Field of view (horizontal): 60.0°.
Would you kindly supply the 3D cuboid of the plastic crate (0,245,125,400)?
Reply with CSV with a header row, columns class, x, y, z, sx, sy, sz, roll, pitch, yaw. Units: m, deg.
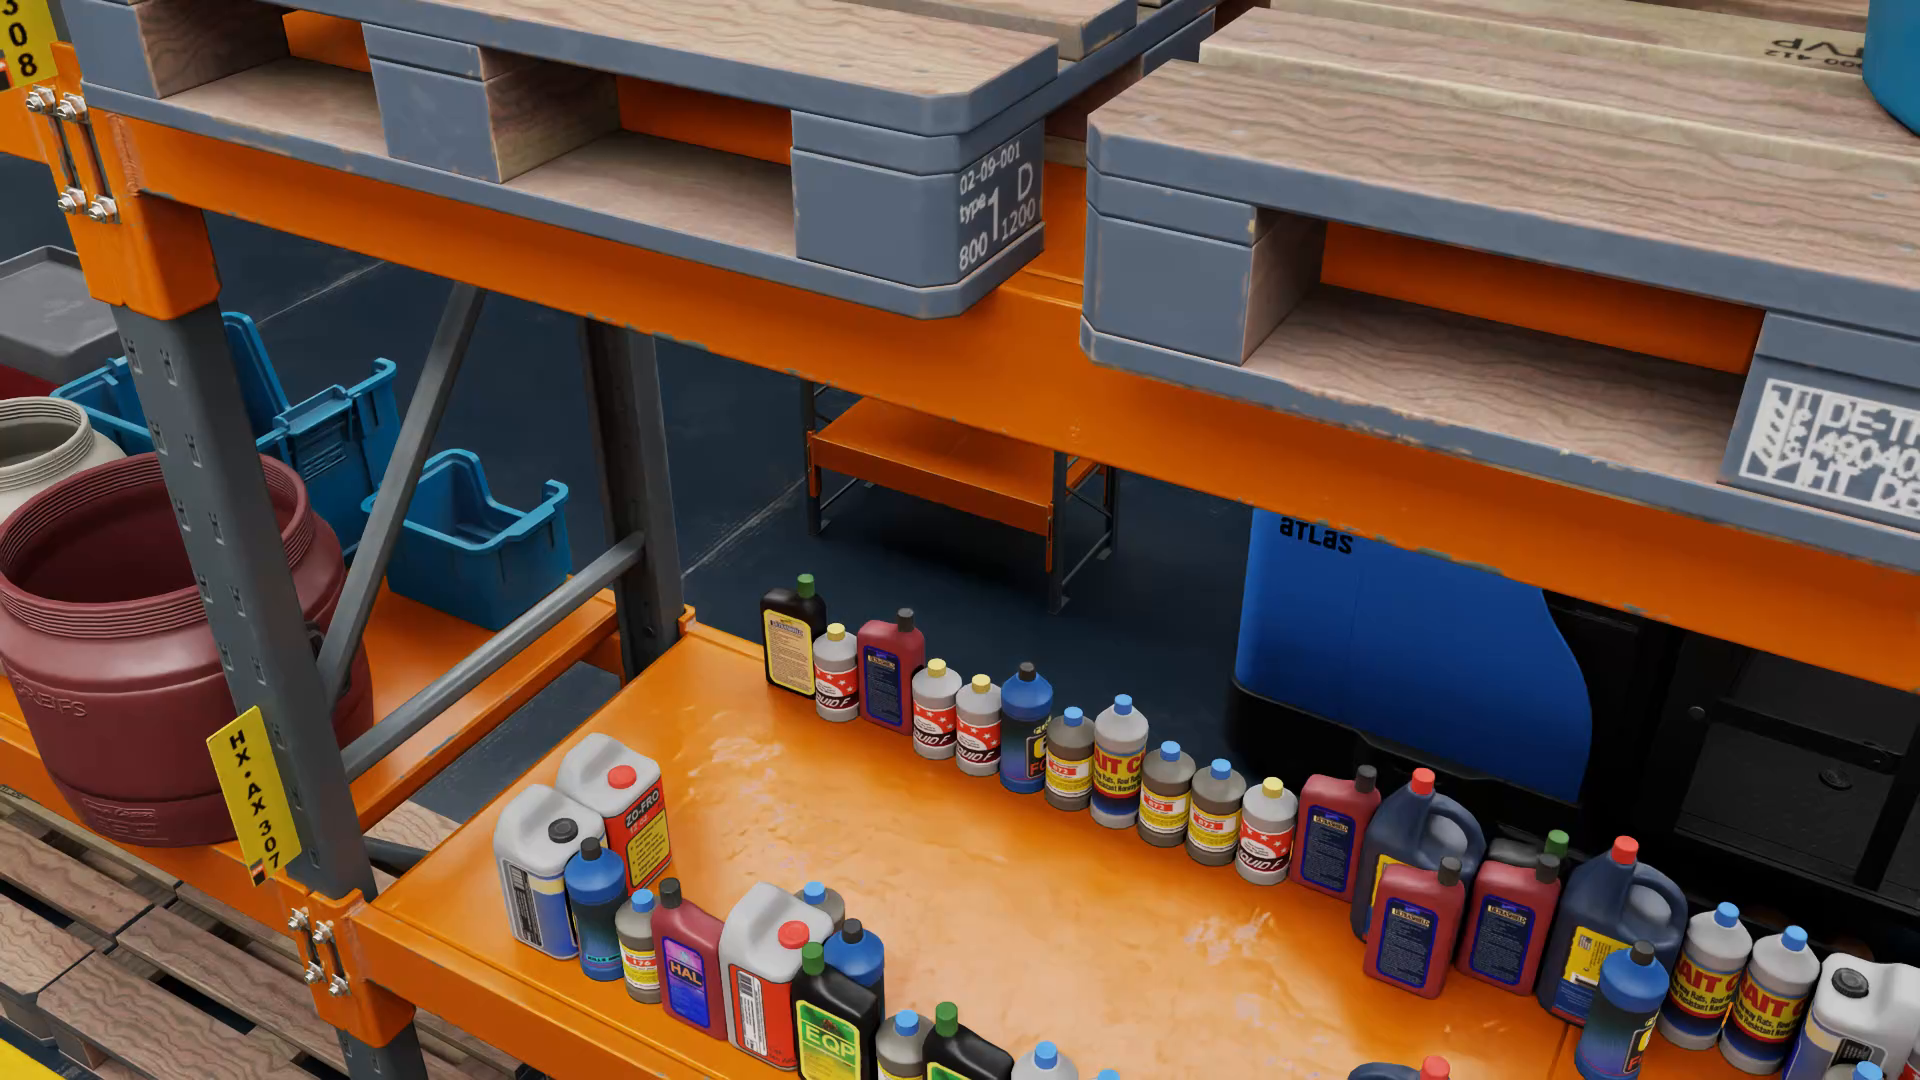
class,x,y,z,sx,sy,sz,roll,pitch,yaw
plastic crate,-2.150,-0.389,4.071,0.583,0.464,0.402,18,37,24

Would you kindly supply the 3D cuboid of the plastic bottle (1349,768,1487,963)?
class,x,y,z,sx,sy,sz,roll,pitch,yaw
plastic bottle,0.774,0.533,2.787,0.185,0.351,0.144,18,37,24

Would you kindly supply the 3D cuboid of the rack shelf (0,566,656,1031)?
class,x,y,z,sx,sy,sz,roll,pitch,yaw
rack shelf,-2.635,-0.022,4.225,4.000,0.370,1.077,18,37,24

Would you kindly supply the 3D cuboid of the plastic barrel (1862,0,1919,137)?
class,x,y,z,sx,sy,sz,roll,pitch,yaw
plastic barrel,1.016,-0.699,1.056,0.708,0.901,0.600,18,37,24

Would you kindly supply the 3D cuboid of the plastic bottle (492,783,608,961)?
class,x,y,z,sx,sy,sz,roll,pitch,yaw
plastic bottle,-0.684,0.555,2.822,0.135,0.276,0.152,18,37,24

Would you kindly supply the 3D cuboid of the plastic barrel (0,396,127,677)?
class,x,y,z,sx,sy,sz,roll,pitch,yaw
plastic barrel,-1.898,0.002,3.439,0.421,0.512,0.421,0,34,0

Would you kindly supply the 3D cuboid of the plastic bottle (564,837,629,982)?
class,x,y,z,sx,sy,sz,roll,pitch,yaw
plastic bottle,-0.597,0.602,2.756,0.097,0.271,0.097,0,34,0

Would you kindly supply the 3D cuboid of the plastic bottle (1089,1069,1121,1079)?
class,x,y,z,sx,sy,sz,roll,pitch,yaw
plastic bottle,0.206,0.856,2.374,0.097,0.271,0.097,0,34,0

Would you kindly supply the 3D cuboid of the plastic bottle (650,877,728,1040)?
class,x,y,z,sx,sy,sz,roll,pitch,yaw
plastic bottle,-0.421,0.664,2.651,0.133,0.283,0.061,18,37,24

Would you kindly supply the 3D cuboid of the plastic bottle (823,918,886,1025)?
class,x,y,z,sx,sy,sz,roll,pitch,yaw
plastic bottle,-0.165,0.700,2.609,0.097,0.271,0.097,0,34,0

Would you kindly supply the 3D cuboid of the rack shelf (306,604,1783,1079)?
class,x,y,z,sx,sy,sz,roll,pitch,yaw
rack shelf,0.838,1.078,2.573,4.000,0.370,1.077,18,37,24

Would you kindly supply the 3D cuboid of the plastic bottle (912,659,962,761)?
class,x,y,z,sx,sy,sz,roll,pitch,yaw
plastic bottle,-0.045,0.322,3.240,0.097,0.201,0.097,0,34,0

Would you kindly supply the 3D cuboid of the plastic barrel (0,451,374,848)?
class,x,y,z,sx,sy,sz,roll,pitch,yaw
plastic barrel,-1.452,0.190,3.135,0.708,0.536,0.600,18,37,24

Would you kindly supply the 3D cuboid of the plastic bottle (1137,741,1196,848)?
class,x,y,z,sx,sy,sz,roll,pitch,yaw
plastic bottle,0.378,0.455,3.039,0.097,0.201,0.097,0,34,0

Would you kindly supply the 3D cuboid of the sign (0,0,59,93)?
class,x,y,z,sx,sy,sz,roll,pitch,yaw
sign,-1.166,-0.709,1.997,0.005,0.325,0.100,18,37,24

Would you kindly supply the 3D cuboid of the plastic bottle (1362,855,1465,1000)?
class,x,y,z,sx,sy,sz,roll,pitch,yaw
plastic bottle,0.745,0.618,2.721,0.133,0.283,0.061,18,37,24

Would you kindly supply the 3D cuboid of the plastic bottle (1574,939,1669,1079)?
class,x,y,z,sx,sy,sz,roll,pitch,yaw
plastic bottle,1.028,0.724,2.572,0.097,0.271,0.097,0,34,0

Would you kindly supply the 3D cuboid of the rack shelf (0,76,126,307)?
class,x,y,z,sx,sy,sz,roll,pitch,yaw
rack shelf,-2.635,-1.270,3.394,4.000,0.370,1.077,18,37,24

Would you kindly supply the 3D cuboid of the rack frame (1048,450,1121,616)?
class,x,y,z,sx,sy,sz,roll,pitch,yaw
rack frame,0.447,-0.327,5.726,0.032,1.125,0.500,18,37,24

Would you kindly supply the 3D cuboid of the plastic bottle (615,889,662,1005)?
class,x,y,z,sx,sy,sz,roll,pitch,yaw
plastic bottle,-0.512,0.658,2.735,0.097,0.201,0.097,0,34,0

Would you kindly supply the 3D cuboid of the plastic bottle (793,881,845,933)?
class,x,y,z,sx,sy,sz,roll,pitch,yaw
plastic bottle,-0.236,0.648,2.749,0.097,0.201,0.097,0,34,0

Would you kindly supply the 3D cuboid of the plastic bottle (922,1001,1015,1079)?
class,x,y,z,sx,sy,sz,roll,pitch,yaw
plastic bottle,0.012,0.802,2.445,0.133,0.283,0.061,18,37,24

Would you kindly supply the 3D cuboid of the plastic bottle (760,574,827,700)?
class,x,y,z,sx,sy,sz,roll,pitch,yaw
plastic bottle,-0.336,0.183,3.374,0.133,0.283,0.061,18,37,24

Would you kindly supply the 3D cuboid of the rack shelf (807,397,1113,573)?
class,x,y,z,sx,sy,sz,roll,pitch,yaw
rack shelf,0.006,-0.263,6.071,1.000,0.278,0.538,18,37,24

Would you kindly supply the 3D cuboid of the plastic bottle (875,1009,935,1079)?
class,x,y,z,sx,sy,sz,roll,pitch,yaw
plastic bottle,-0.079,0.795,2.529,0.097,0.201,0.097,0,34,0

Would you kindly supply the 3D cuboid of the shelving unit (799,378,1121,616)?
class,x,y,z,sx,sy,sz,roll,pitch,yaw
shelving unit,0.006,-0.466,5.935,1.048,1.125,0.538,18,37,24

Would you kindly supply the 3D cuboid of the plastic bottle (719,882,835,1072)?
class,x,y,z,sx,sy,sz,roll,pitch,yaw
plastic bottle,-0.282,0.682,2.631,0.135,0.276,0.152,18,37,24

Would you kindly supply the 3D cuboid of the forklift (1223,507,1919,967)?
class,x,y,z,sx,sy,sz,roll,pitch,yaw
forklift,2.353,-0.346,4.124,3.031,2.935,1.130,18,38,25

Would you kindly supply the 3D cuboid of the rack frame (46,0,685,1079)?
class,x,y,z,sx,sy,sz,roll,pitch,yaw
rack frame,-0.899,0.229,3.200,0.127,3.000,1.000,18,37,24

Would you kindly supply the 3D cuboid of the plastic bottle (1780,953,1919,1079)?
class,x,y,z,sx,sy,sz,roll,pitch,yaw
plastic bottle,1.356,0.752,2.527,0.135,0.276,0.152,18,37,24

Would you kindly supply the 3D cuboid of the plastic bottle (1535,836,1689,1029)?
class,x,y,z,sx,sy,sz,roll,pitch,yaw
plastic bottle,1.050,0.621,2.656,0.185,0.351,0.144,18,37,24

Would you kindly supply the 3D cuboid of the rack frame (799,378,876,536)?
class,x,y,z,sx,sy,sz,roll,pitch,yaw
rack frame,-0.435,-0.606,6.145,0.032,1.125,0.500,18,37,24

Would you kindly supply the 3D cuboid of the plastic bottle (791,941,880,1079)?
class,x,y,z,sx,sy,sz,roll,pitch,yaw
plastic bottle,-0.188,0.738,2.541,0.133,0.283,0.061,18,37,24

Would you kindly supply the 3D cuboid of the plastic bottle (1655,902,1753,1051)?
class,x,y,z,sx,sy,sz,roll,pitch,yaw
plastic bottle,1.184,0.682,2.636,0.097,0.271,0.097,0,34,0

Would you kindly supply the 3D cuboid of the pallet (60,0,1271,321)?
class,x,y,z,sx,sy,sz,roll,pitch,yaw
pallet,-0.283,-0.684,2.034,1.213,0.211,1.003,18,37,24

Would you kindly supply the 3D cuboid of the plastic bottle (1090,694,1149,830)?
class,x,y,z,sx,sy,sz,roll,pitch,yaw
plastic bottle,0.294,0.399,3.060,0.097,0.271,0.097,0,34,0

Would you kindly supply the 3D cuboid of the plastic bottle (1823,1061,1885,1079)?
class,x,y,z,sx,sy,sz,roll,pitch,yaw
plastic bottle,1.310,0.848,2.450,0.097,0.201,0.097,0,34,0

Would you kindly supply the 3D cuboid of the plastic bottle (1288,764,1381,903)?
class,x,y,z,sx,sy,sz,roll,pitch,yaw
plastic bottle,0.656,0.498,2.902,0.133,0.283,0.061,18,37,24

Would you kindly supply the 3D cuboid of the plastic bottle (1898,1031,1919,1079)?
class,x,y,z,sx,sy,sz,roll,pitch,yaw
plastic bottle,1.470,0.801,2.520,0.097,0.201,0.097,0,34,0

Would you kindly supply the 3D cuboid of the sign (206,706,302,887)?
class,x,y,z,sx,sy,sz,roll,pitch,yaw
sign,-1.166,0.428,2.754,0.005,0.325,0.100,18,37,24

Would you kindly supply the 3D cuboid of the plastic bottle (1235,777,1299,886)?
class,x,y,z,sx,sy,sz,roll,pitch,yaw
plastic bottle,0.547,0.509,2.959,0.097,0.201,0.097,0,34,0

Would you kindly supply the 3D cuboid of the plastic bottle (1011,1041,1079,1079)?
class,x,y,z,sx,sy,sz,roll,pitch,yaw
plastic bottle,0.121,0.829,2.414,0.097,0.271,0.097,0,34,0

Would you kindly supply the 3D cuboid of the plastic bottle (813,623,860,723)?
class,x,y,z,sx,sy,sz,roll,pitch,yaw
plastic bottle,-0.245,0.258,3.335,0.097,0.201,0.097,0,34,0

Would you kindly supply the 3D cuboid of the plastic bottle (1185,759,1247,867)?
class,x,y,z,sx,sy,sz,roll,pitch,yaw
plastic bottle,0.463,0.482,2.999,0.097,0.201,0.097,0,34,0

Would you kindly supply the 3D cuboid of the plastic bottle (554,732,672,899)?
class,x,y,z,sx,sy,sz,roll,pitch,yaw
plastic bottle,-0.608,0.482,2.932,0.135,0.276,0.152,18,37,24

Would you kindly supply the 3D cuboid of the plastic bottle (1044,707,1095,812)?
class,x,y,z,sx,sy,sz,roll,pitch,yaw
plastic bottle,0.209,0.402,3.120,0.097,0.201,0.097,0,34,0

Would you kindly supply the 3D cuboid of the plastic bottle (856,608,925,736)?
class,x,y,z,sx,sy,sz,roll,pitch,yaw
plastic bottle,-0.136,0.247,3.278,0.133,0.283,0.061,18,37,24

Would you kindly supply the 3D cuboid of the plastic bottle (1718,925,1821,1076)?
class,x,y,z,sx,sy,sz,roll,pitch,yaw
plastic bottle,1.269,0.708,2.596,0.097,0.271,0.097,0,34,0

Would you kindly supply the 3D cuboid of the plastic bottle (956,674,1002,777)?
class,x,y,z,sx,sy,sz,roll,pitch,yaw
plastic bottle,0.040,0.348,3.200,0.097,0.201,0.097,0,34,0

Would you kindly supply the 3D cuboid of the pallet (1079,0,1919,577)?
class,x,y,z,sx,sy,sz,roll,pitch,yaw
pallet,0.859,-0.320,1.488,1.213,0.211,1.003,18,37,24

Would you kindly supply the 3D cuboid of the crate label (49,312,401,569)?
class,x,y,z,sx,sy,sz,roll,pitch,yaw
crate label,-1.627,-0.189,3.796,0.616,0.435,0.502,18,37,24

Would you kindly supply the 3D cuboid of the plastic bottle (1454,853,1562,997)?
class,x,y,z,sx,sy,sz,roll,pitch,yaw
plastic bottle,0.902,0.615,2.726,0.133,0.283,0.061,18,37,24

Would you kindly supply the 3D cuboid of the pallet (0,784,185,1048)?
class,x,y,z,sx,sy,sz,roll,pitch,yaw
pallet,-2.607,0.822,4.826,1.213,0.211,1.003,18,37,24

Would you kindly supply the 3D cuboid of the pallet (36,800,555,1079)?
class,x,y,z,sx,sy,sz,roll,pitch,yaw
pallet,-1.552,1.158,4.321,1.213,0.211,1.003,18,37,24

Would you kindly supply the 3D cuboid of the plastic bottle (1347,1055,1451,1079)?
class,x,y,z,sx,sy,sz,roll,pitch,yaw
plastic bottle,0.616,0.841,2.325,0.185,0.351,0.144,18,37,24

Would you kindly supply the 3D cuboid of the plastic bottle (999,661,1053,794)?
class,x,y,z,sx,sy,sz,roll,pitch,yaw
plastic bottle,0.124,0.346,3.140,0.097,0.271,0.097,0,34,0

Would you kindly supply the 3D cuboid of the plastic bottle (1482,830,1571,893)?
class,x,y,z,sx,sy,sz,roll,pitch,yaw
plastic bottle,0.933,0.585,2.770,0.133,0.283,0.061,18,37,24

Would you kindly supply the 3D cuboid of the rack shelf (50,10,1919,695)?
class,x,y,z,sx,sy,sz,roll,pitch,yaw
rack shelf,0.838,-0.170,1.742,4.000,0.370,1.077,18,37,24

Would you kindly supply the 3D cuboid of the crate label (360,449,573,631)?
class,x,y,z,sx,sy,sz,roll,pitch,yaw
crate label,-1.079,0.002,3.691,0.416,0.233,0.303,18,37,24
